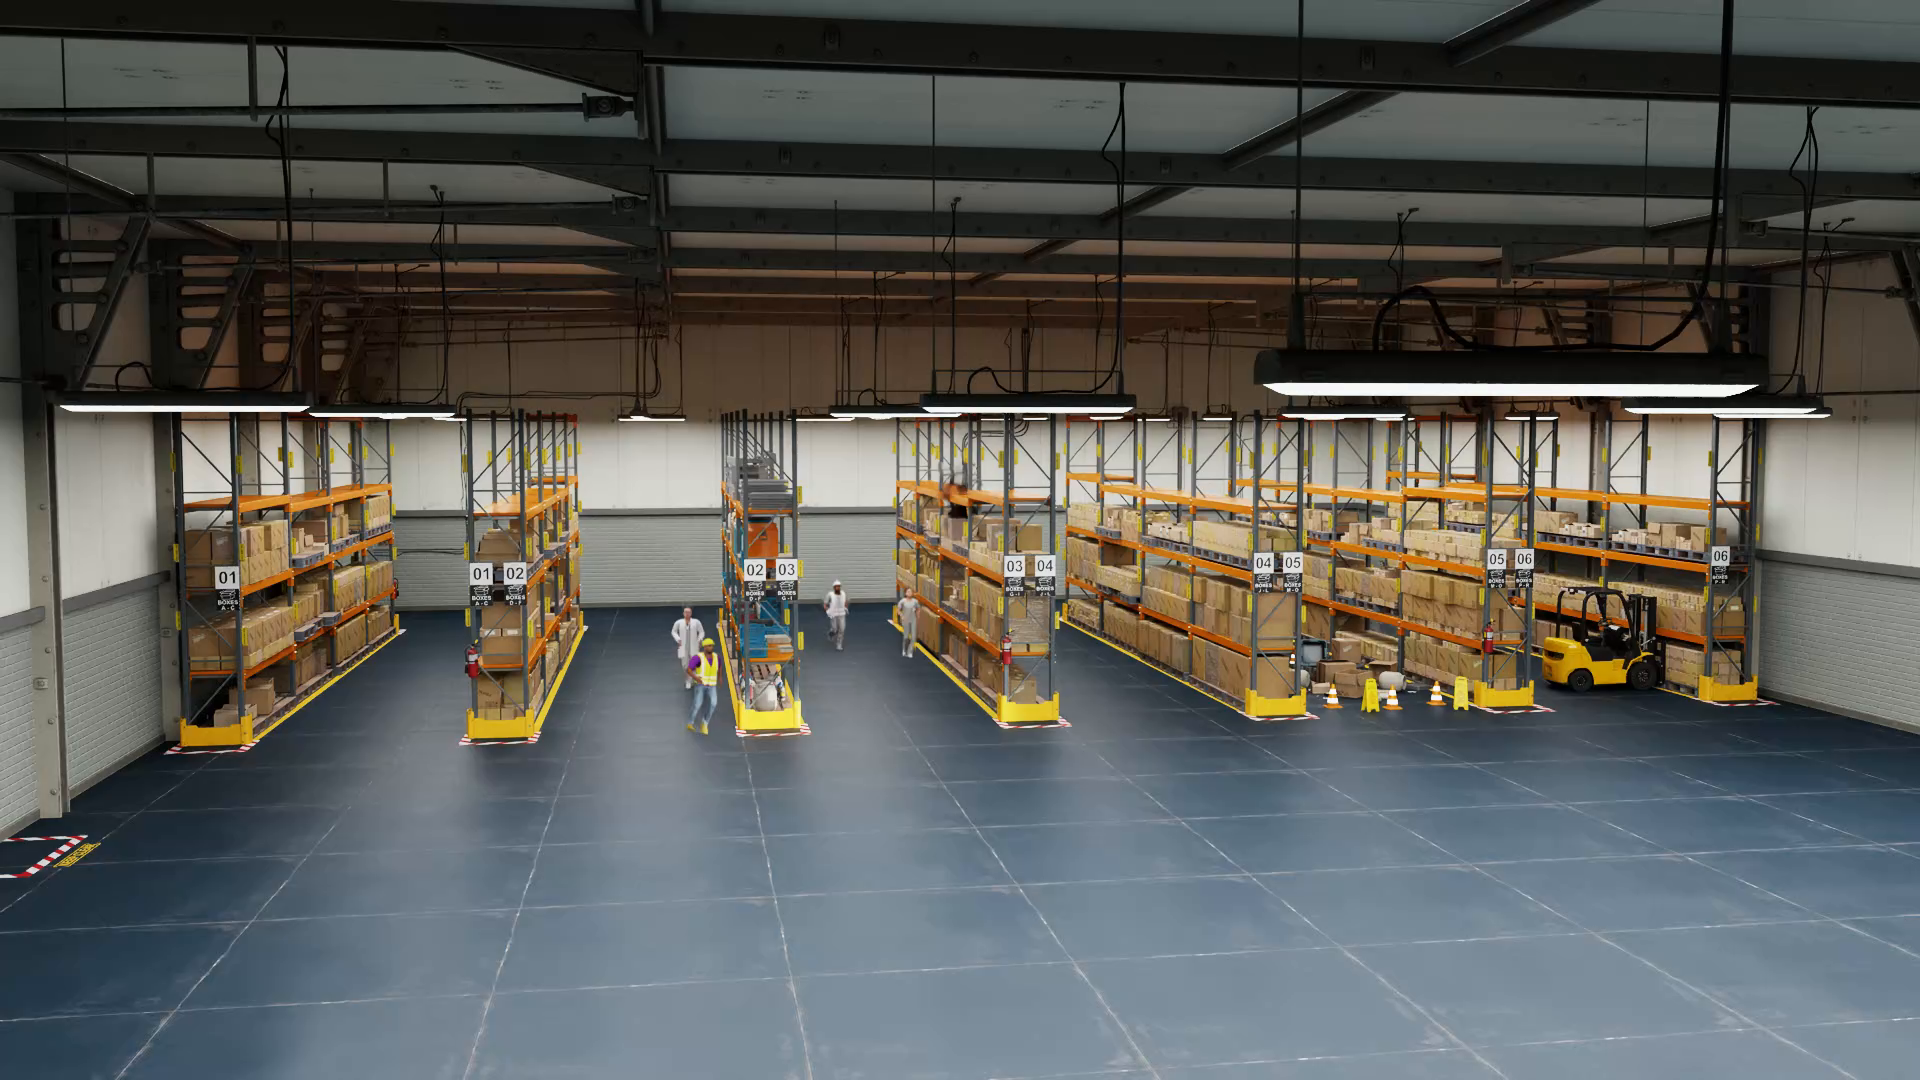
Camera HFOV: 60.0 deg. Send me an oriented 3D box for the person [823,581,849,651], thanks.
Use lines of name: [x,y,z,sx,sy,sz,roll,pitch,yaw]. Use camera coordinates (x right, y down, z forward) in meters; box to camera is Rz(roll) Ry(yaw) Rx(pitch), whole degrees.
person: [-3.127,1.914,42.278,0.681,1.746,0.726,-2,4,-21]

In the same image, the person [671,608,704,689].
person: [-5.932,2.338,36.261,0.712,1.739,0.652,-1,4,-9]

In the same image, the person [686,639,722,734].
person: [-4.718,2.711,30.903,0.764,1.766,0.666,-2,5,-30]

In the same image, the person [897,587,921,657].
person: [-1.174,1.915,38.730,0.561,1.630,0.541,-1,4,-15]
